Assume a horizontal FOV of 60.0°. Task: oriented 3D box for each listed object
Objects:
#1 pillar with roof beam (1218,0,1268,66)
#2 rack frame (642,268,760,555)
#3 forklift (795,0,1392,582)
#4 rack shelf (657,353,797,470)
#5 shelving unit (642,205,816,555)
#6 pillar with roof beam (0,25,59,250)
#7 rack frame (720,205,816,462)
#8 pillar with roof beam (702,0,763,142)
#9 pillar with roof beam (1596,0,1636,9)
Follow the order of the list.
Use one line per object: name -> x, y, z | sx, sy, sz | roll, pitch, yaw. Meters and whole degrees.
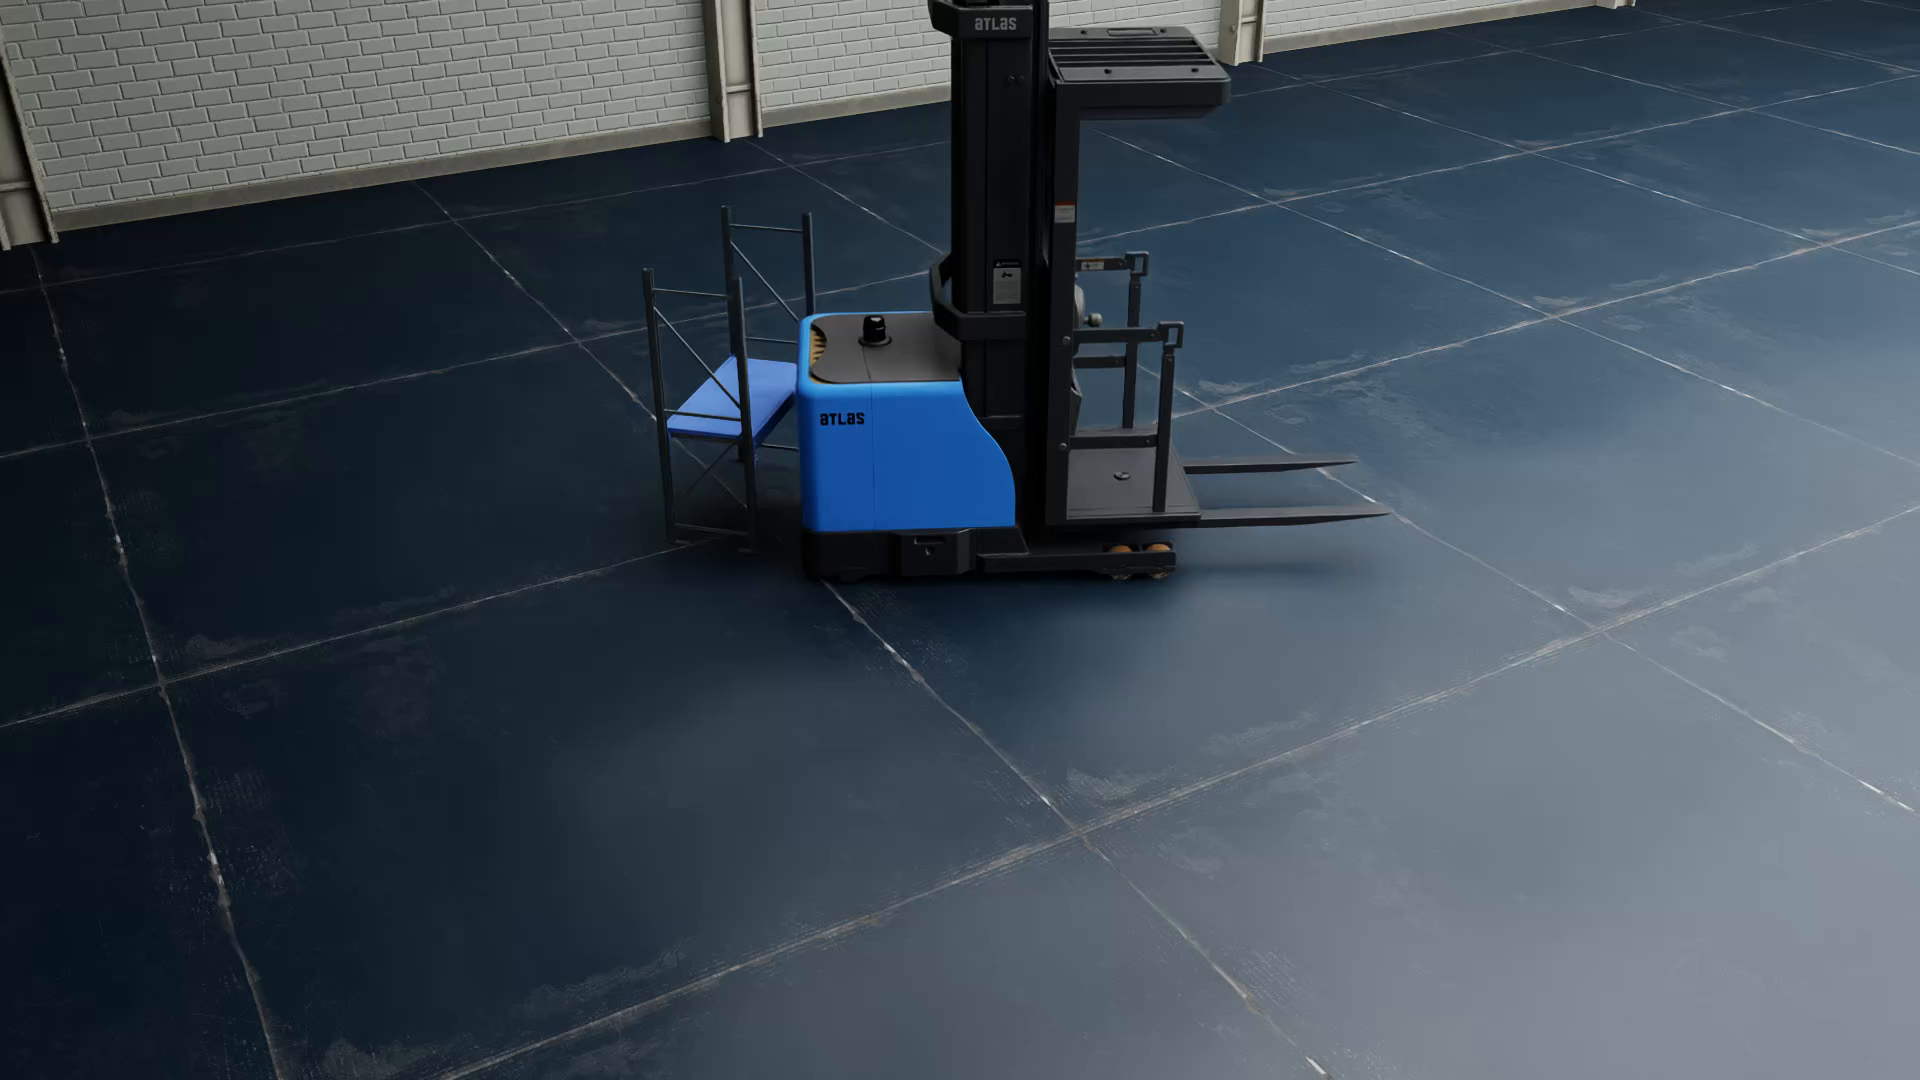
pillar with roof beam -> 5.260, -7.421, 12.883 | 0.400, 9.000, 9.100 | -16, 33, -26
rack frame -> -1.285, -0.618, 8.318 | 0.500, 1.500, 0.032 | 7, 30, 13
forklift -> 0.689, -1.341, 8.147 | 3.031, 2.935, 1.130 | -2, 29, -3
rack shelf -> -1.158, -0.699, 8.836 | 0.538, 0.185, 1.000 | 7, 30, 13
shelving unit -> -1.158, -0.856, 8.749 | 0.538, 1.500, 1.048 | 7, 30, 13
pillar with roof beam -> -5.087, -4.484, 7.561 | 0.400, 9.000, 9.100 | -16, 33, -26
rack frame -> -1.031, -1.094, 9.180 | 0.500, 1.500, 0.032 | 7, 30, 13
pillar with roof beam -> 0.087, -5.952, 10.222 | 0.400, 9.000, 9.100 | -16, 33, -26
pillar with roof beam -> 10.433, -8.890, 15.545 | 0.400, 9.000, 9.100 | -16, 33, -26
